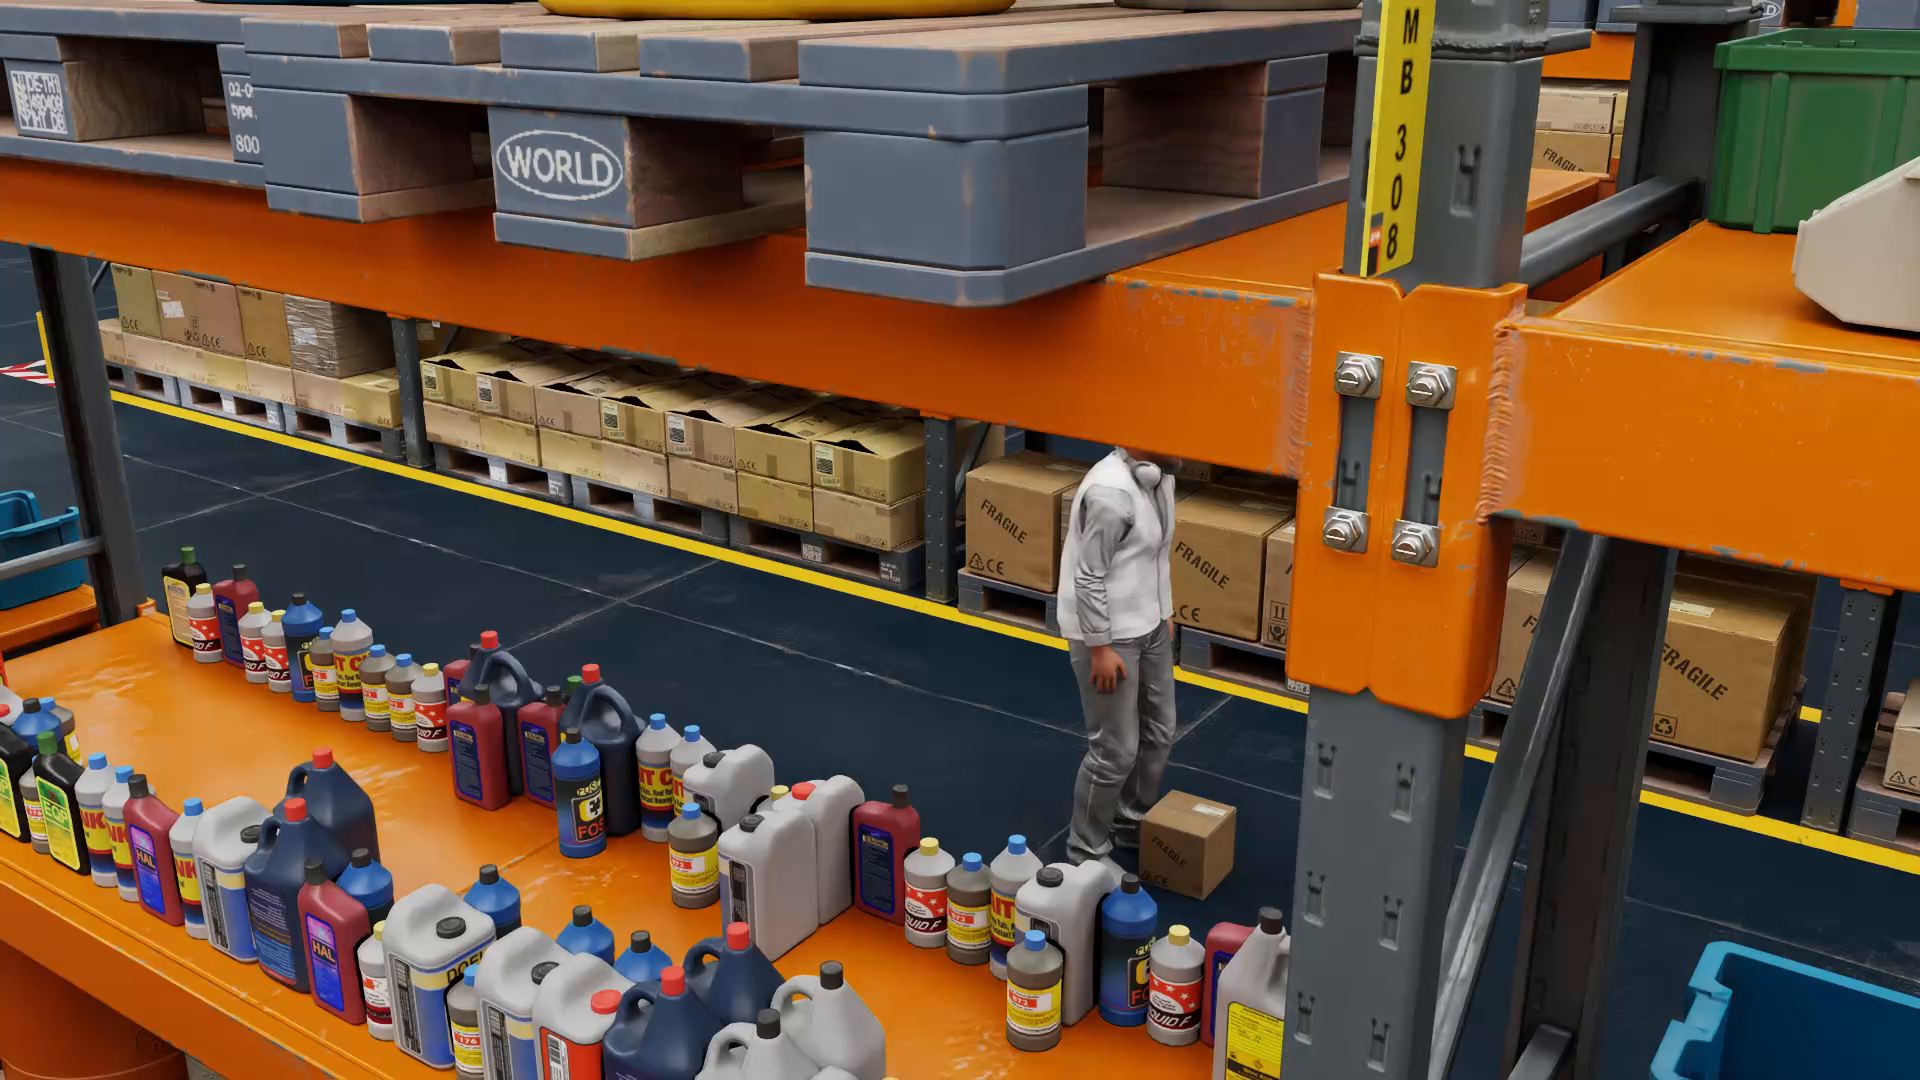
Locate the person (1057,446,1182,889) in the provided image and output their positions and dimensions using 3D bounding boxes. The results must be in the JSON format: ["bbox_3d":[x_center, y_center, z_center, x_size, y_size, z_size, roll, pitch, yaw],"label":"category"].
[{"bbox_3d":[0.581,0.300,5.694,0.476,1.770,0.586,11,23,29],"label":"person"}]
